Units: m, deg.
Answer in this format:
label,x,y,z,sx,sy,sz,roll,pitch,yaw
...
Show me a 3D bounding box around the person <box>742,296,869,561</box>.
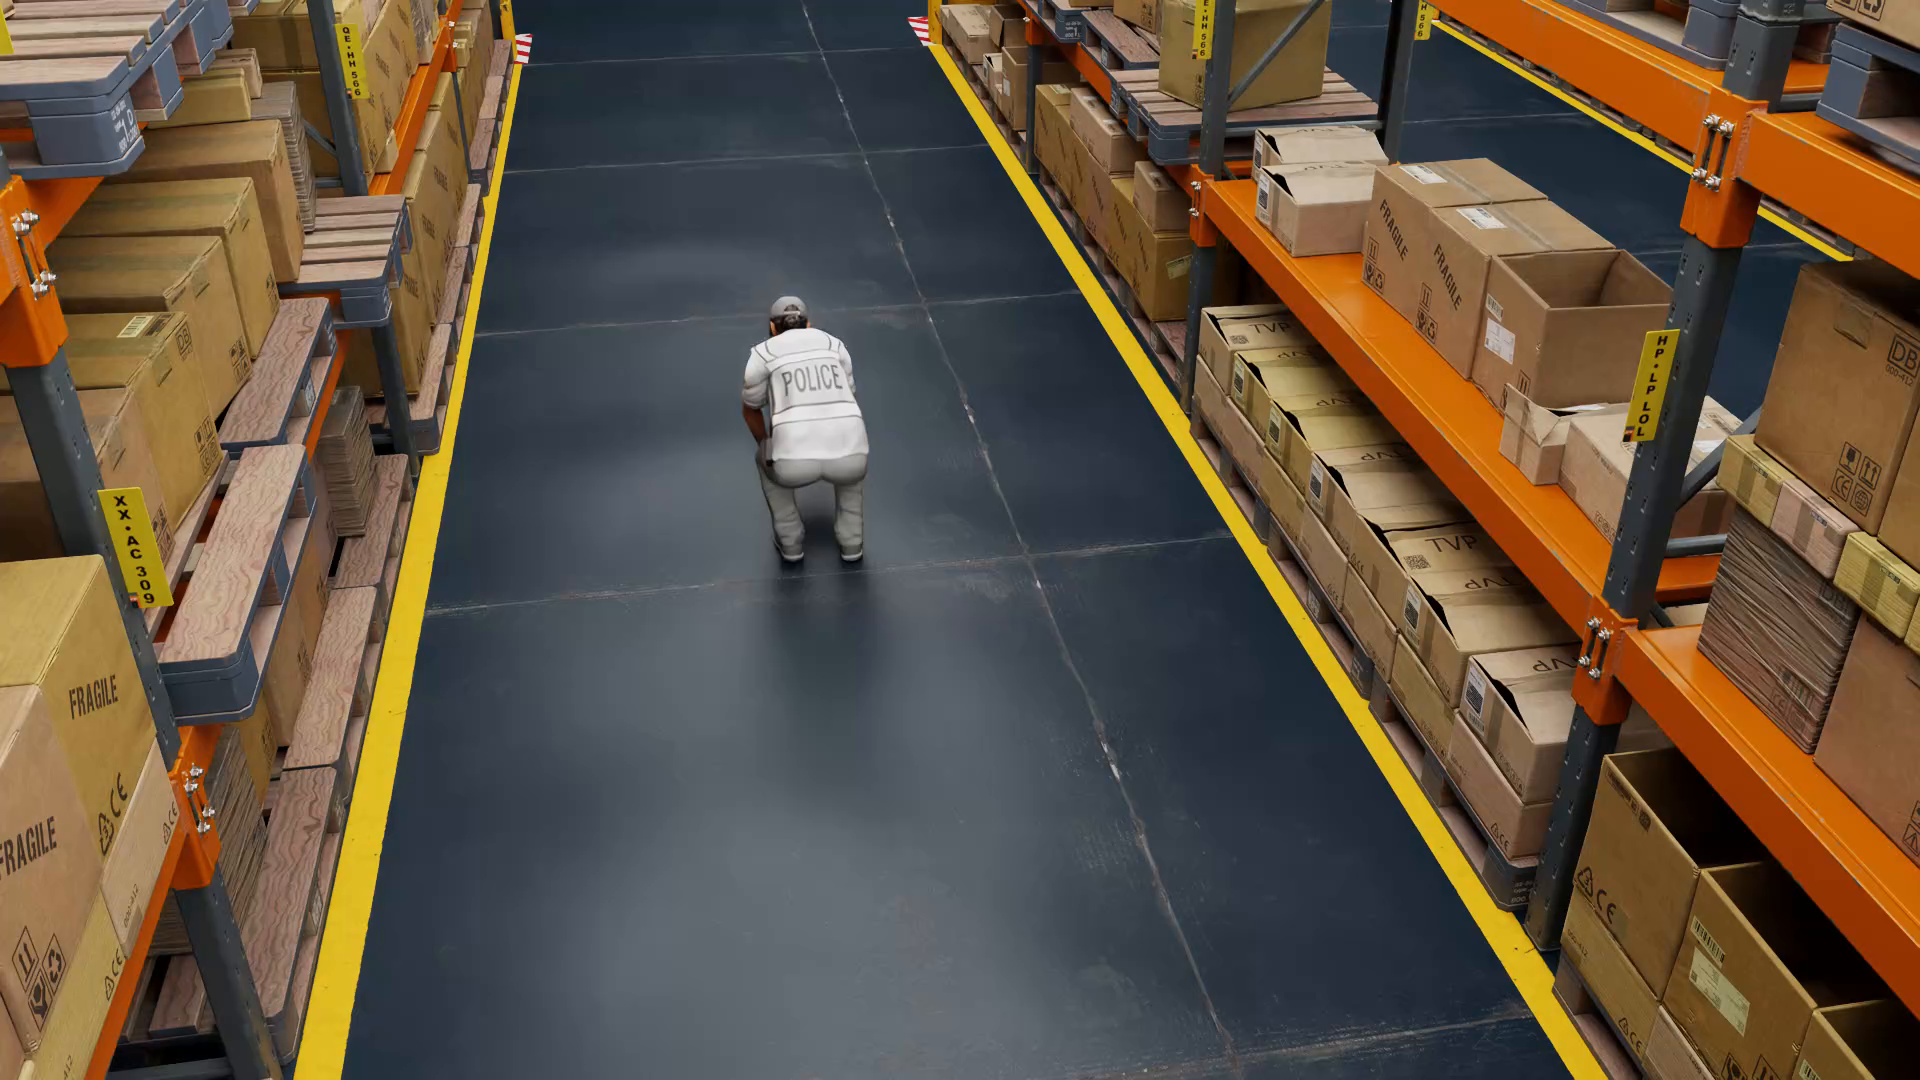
label,x,y,z,sx,sy,sz,roll,pitch,yaw
person,-0.690,-0.462,7.453,0.537,1.108,0.826,-5,31,-9
